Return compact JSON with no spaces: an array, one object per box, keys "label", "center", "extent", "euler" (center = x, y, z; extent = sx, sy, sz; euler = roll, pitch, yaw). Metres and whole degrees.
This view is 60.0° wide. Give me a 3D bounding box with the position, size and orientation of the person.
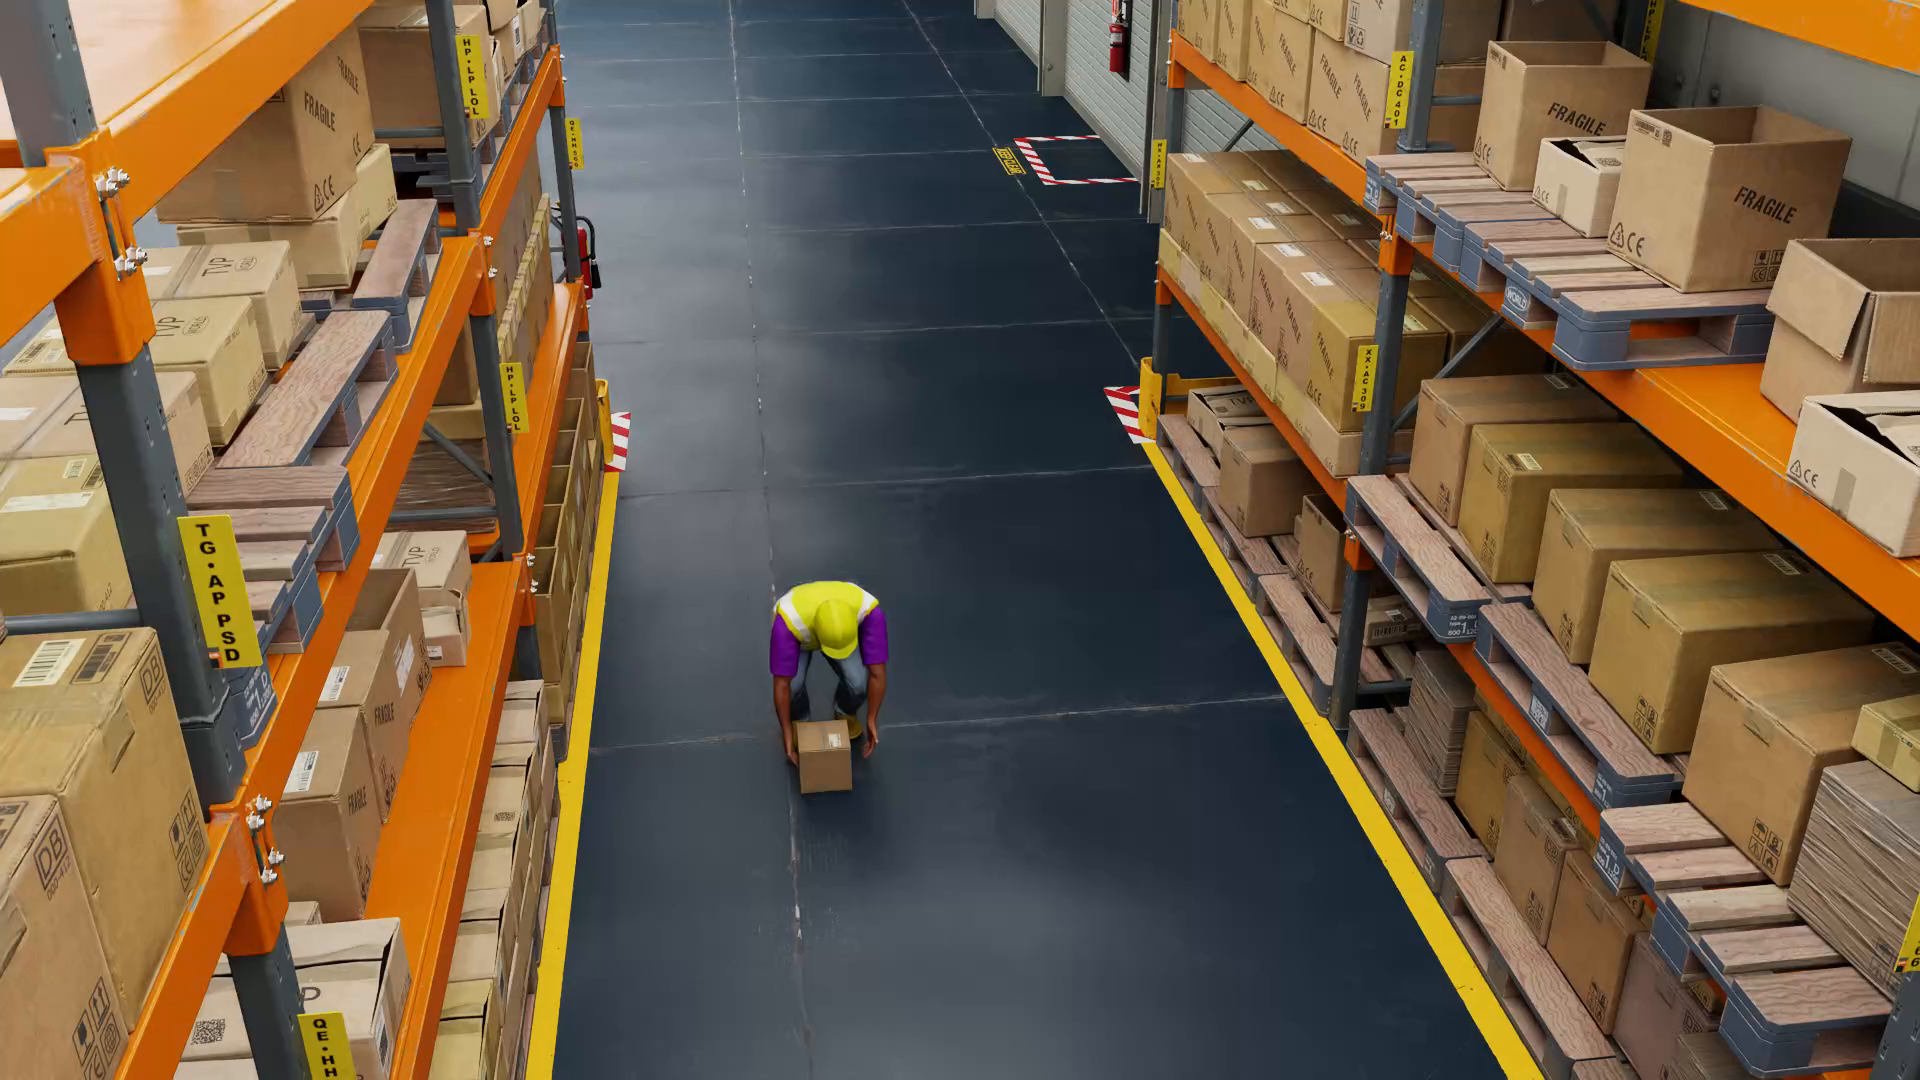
[{"label":"person","center":[-0.660,0.582,8.304],"extent":[0.585,0.995,0.890],"euler":[-4,27,-7]}]
